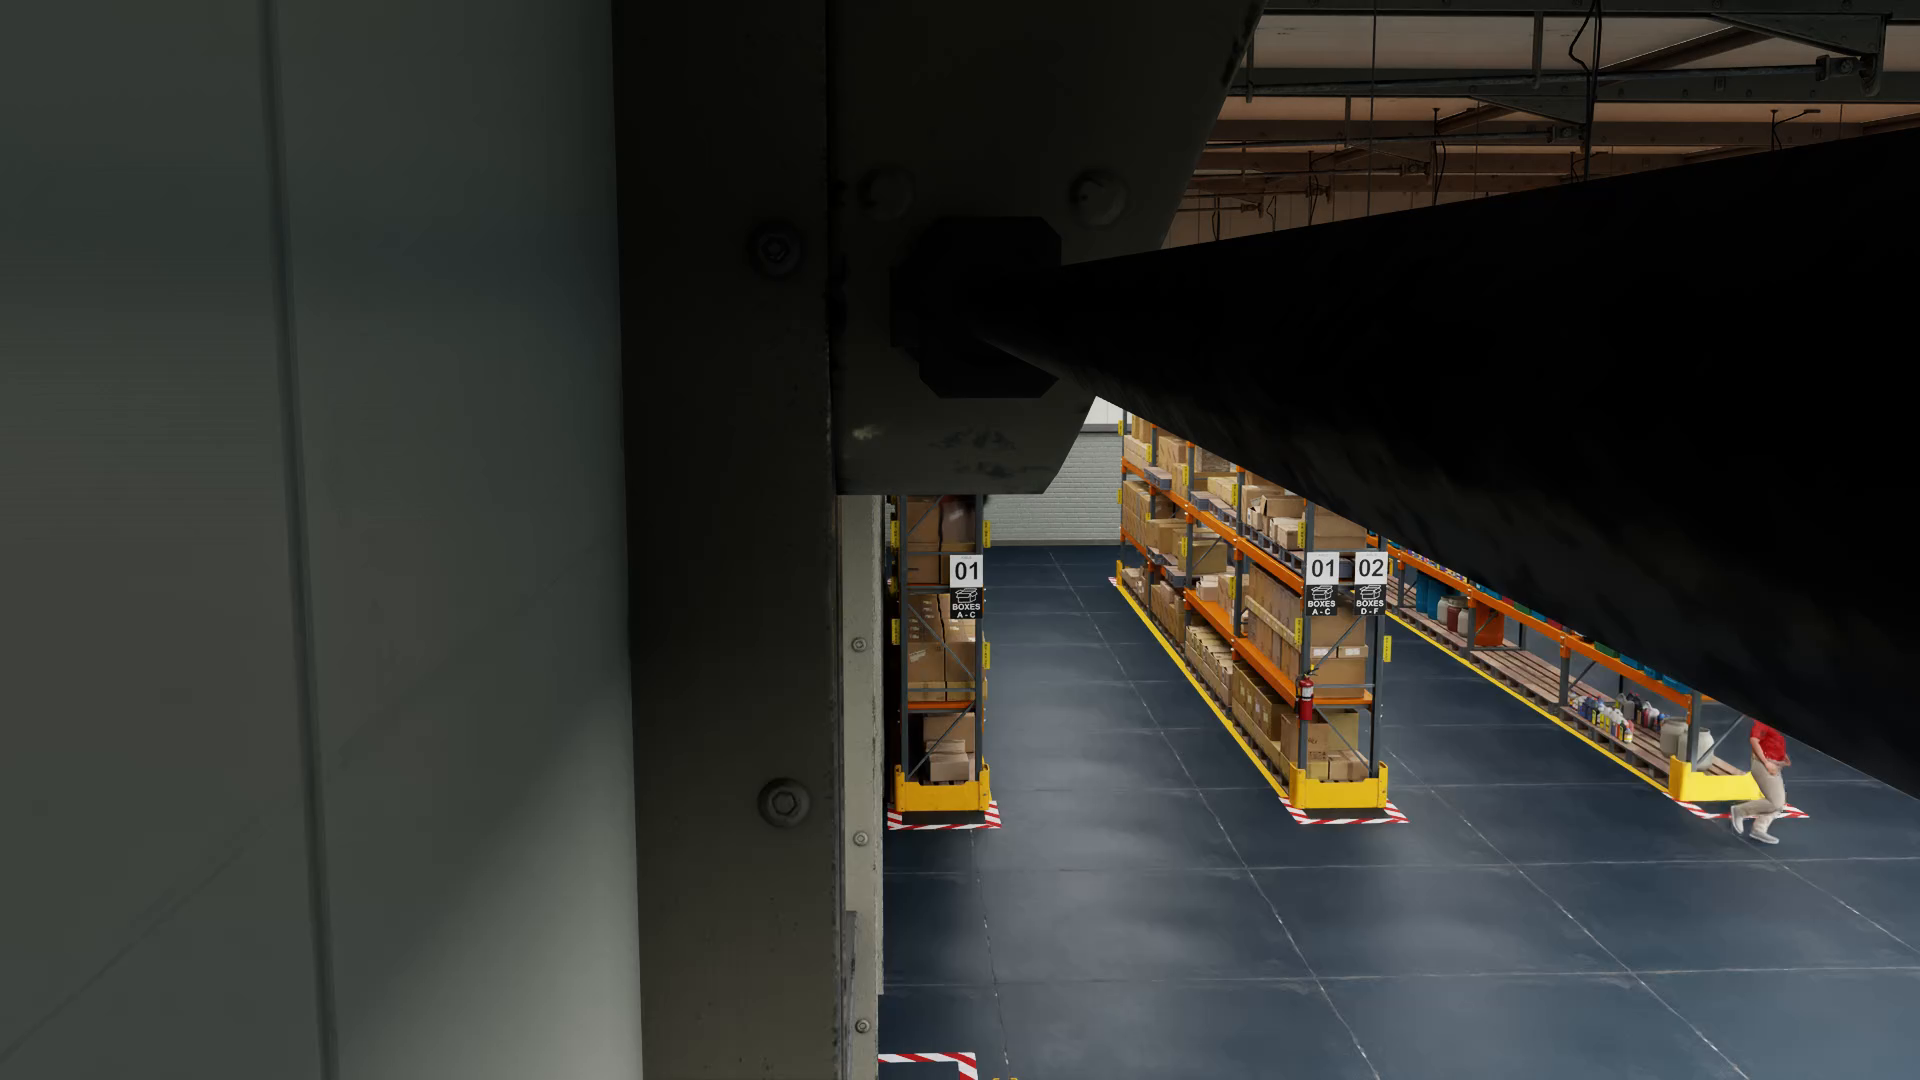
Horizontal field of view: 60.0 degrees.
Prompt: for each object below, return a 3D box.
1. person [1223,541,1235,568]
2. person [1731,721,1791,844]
[{"bbox_3d":[5.907,0.234,35.996,0.582,1.650,0.650,-3,9,-20],"label":"person"},{"bbox_3d":[9.382,2.664,19.449,0.578,1.670,0.717,5,10,31],"label":"person"}]
